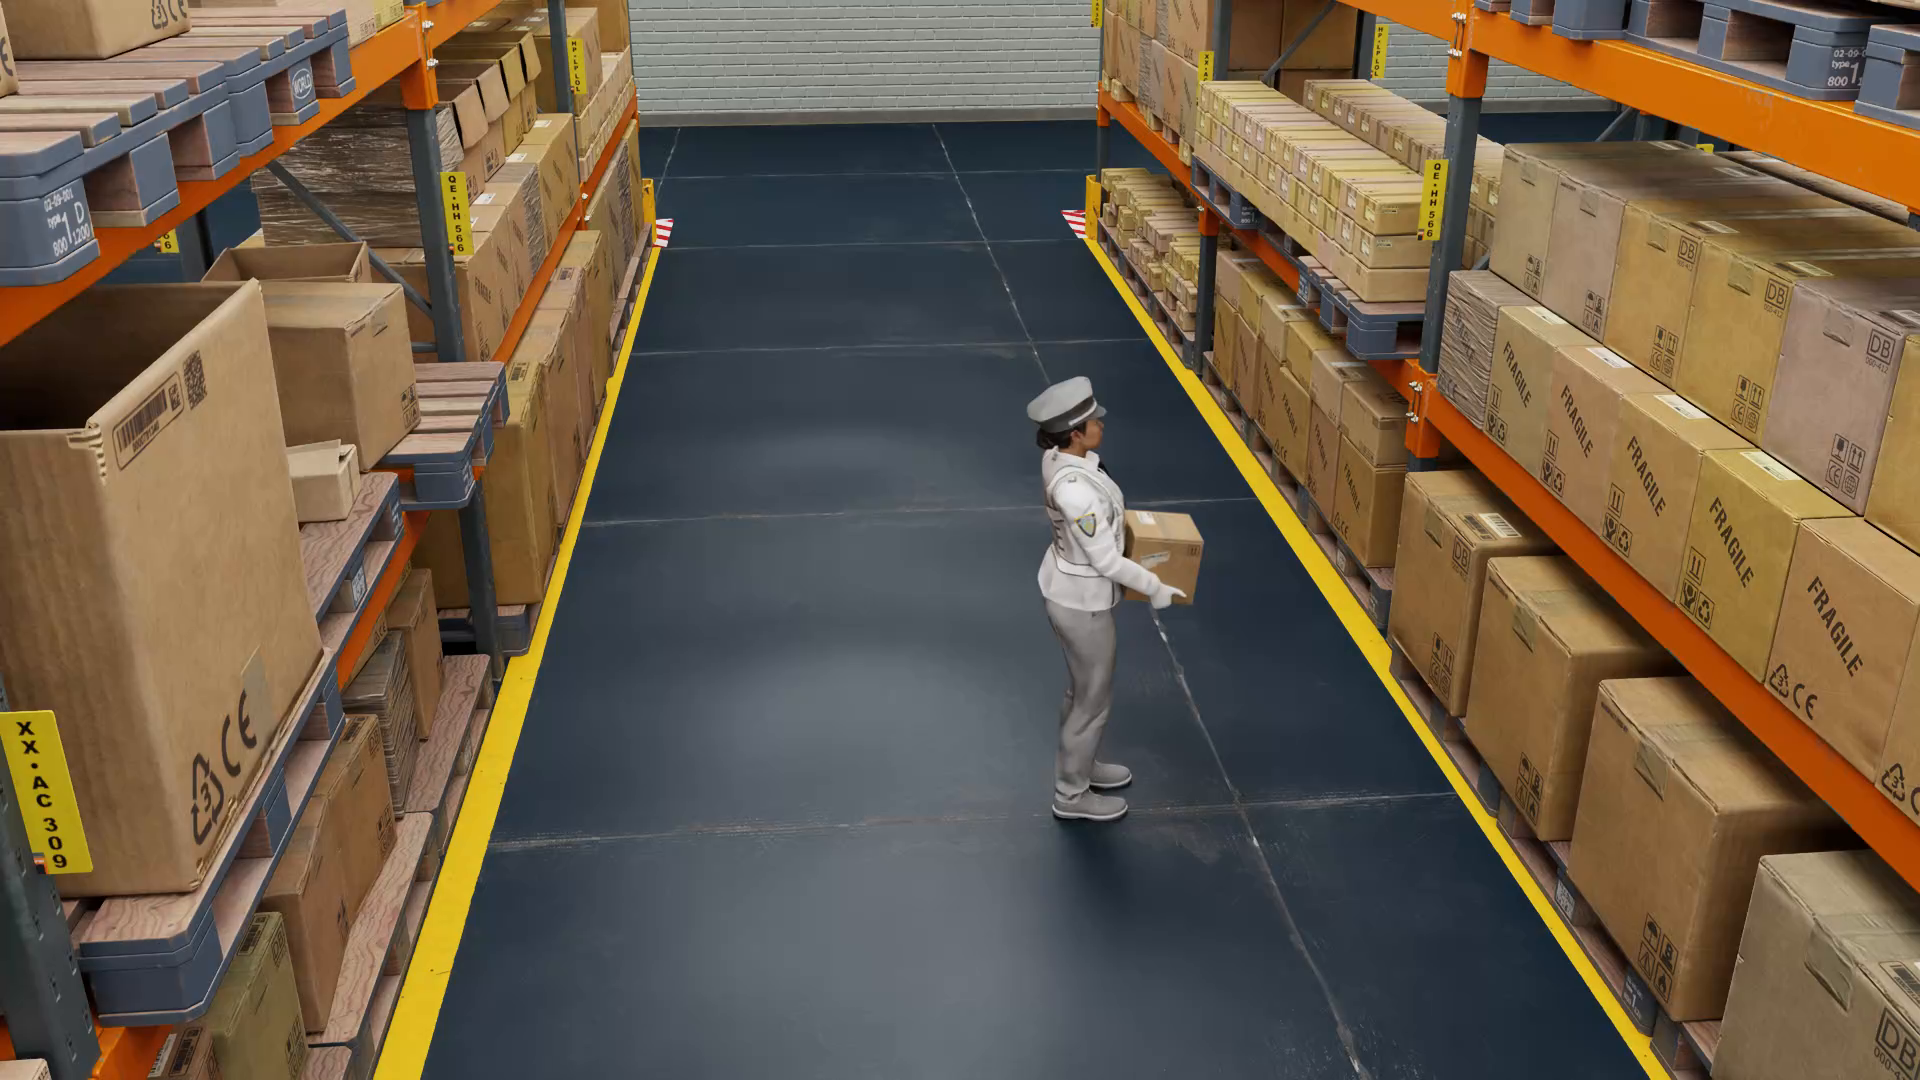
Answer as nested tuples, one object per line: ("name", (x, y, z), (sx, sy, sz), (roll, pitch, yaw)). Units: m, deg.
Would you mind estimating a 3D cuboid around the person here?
("person", (0.517, 0.217, 6.081), (0.563, 1.686, 0.459), (-2, 24, -4))
